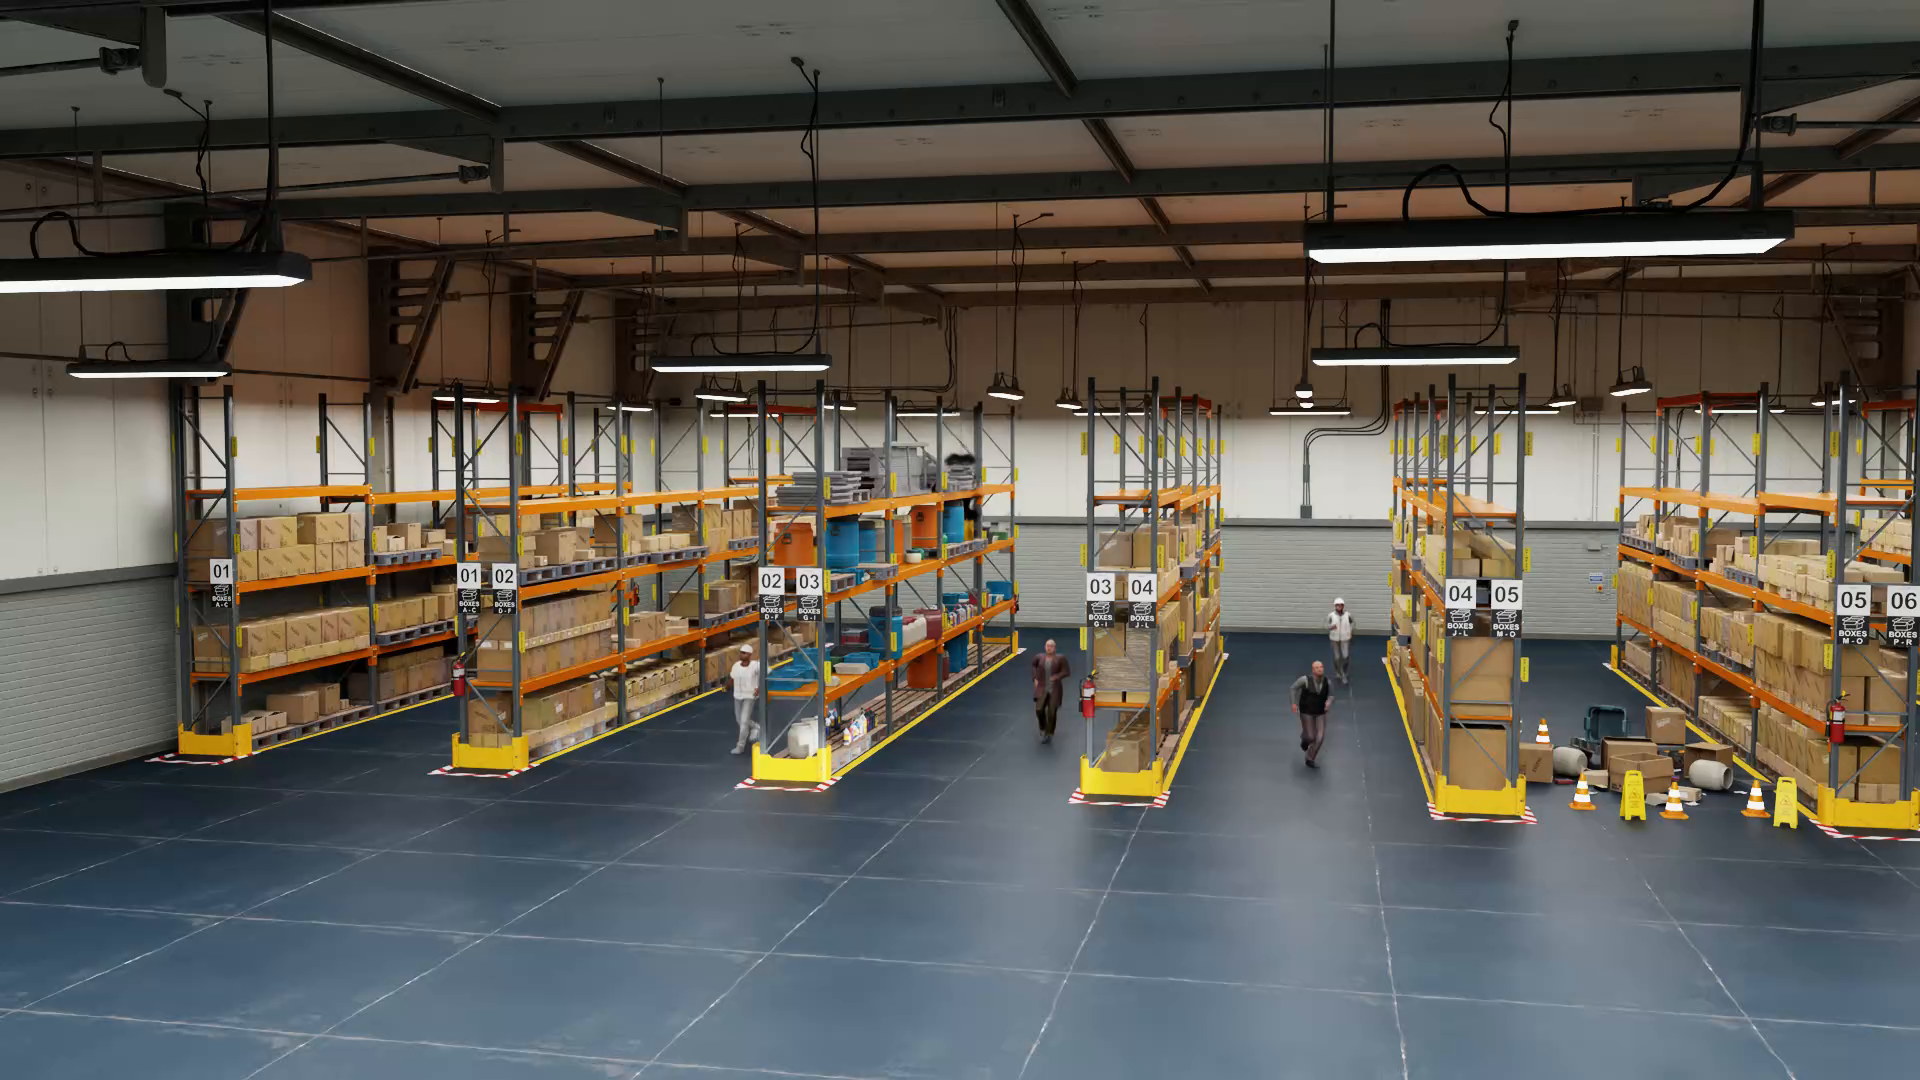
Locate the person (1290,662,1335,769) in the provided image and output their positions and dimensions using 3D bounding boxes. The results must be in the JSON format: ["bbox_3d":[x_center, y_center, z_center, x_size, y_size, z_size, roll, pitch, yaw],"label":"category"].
[{"bbox_3d":[5.525,2.728,26.021,0.693,1.678,0.682,0,3,-5],"label":"person"}]

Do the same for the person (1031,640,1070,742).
[{"bbox_3d":[1.508,2.549,28.062,0.699,1.742,0.758,1,3,11],"label":"person"}]

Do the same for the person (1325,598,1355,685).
[{"bbox_3d":[8.069,2.149,35.338,0.638,1.835,0.777,1,3,13],"label":"person"}]

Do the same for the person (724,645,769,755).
[{"bbox_3d":[-3.516,2.591,27.312,0.716,1.749,0.938,2,4,26],"label":"person"}]
